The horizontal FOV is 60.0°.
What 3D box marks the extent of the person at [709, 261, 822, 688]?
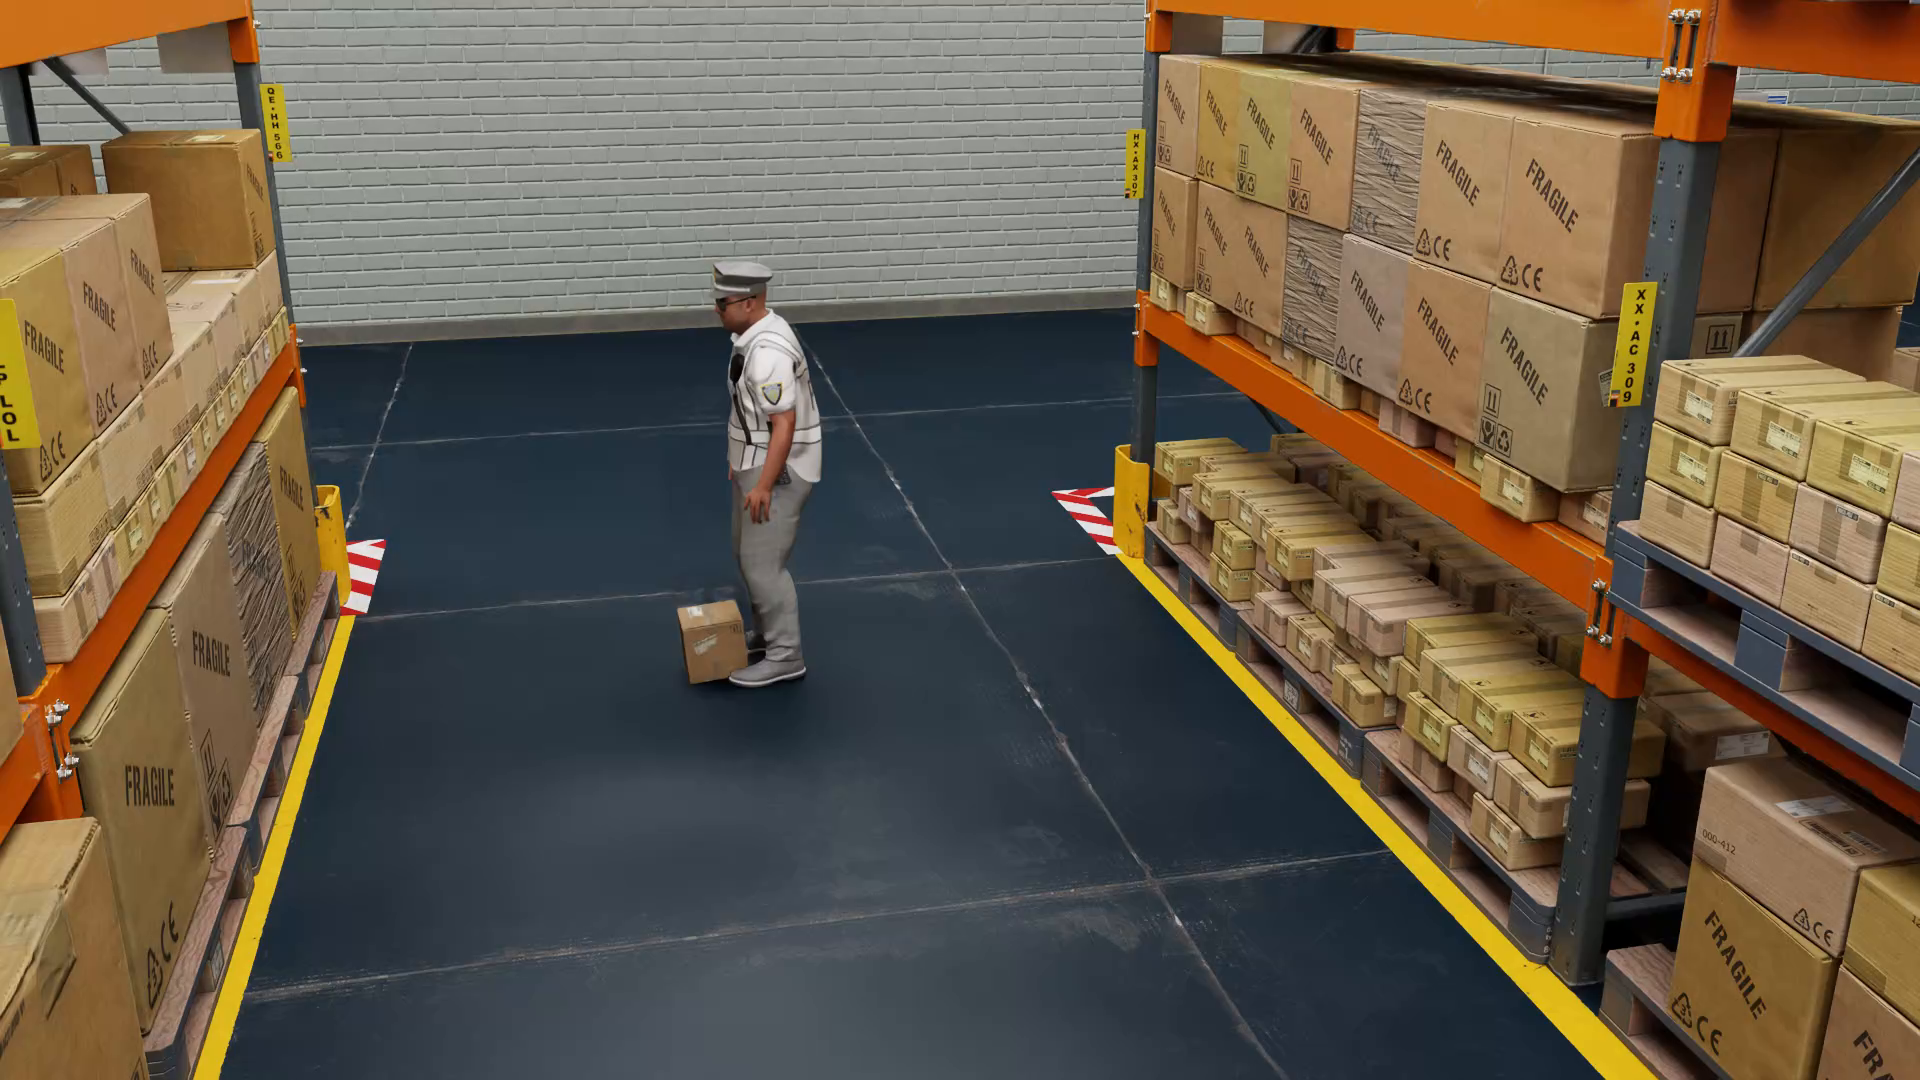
[{"bbox_3d":[-0.794,-0.281,6.851,0.434,1.749,0.574,-5,20,-14],"label":"person"}]
